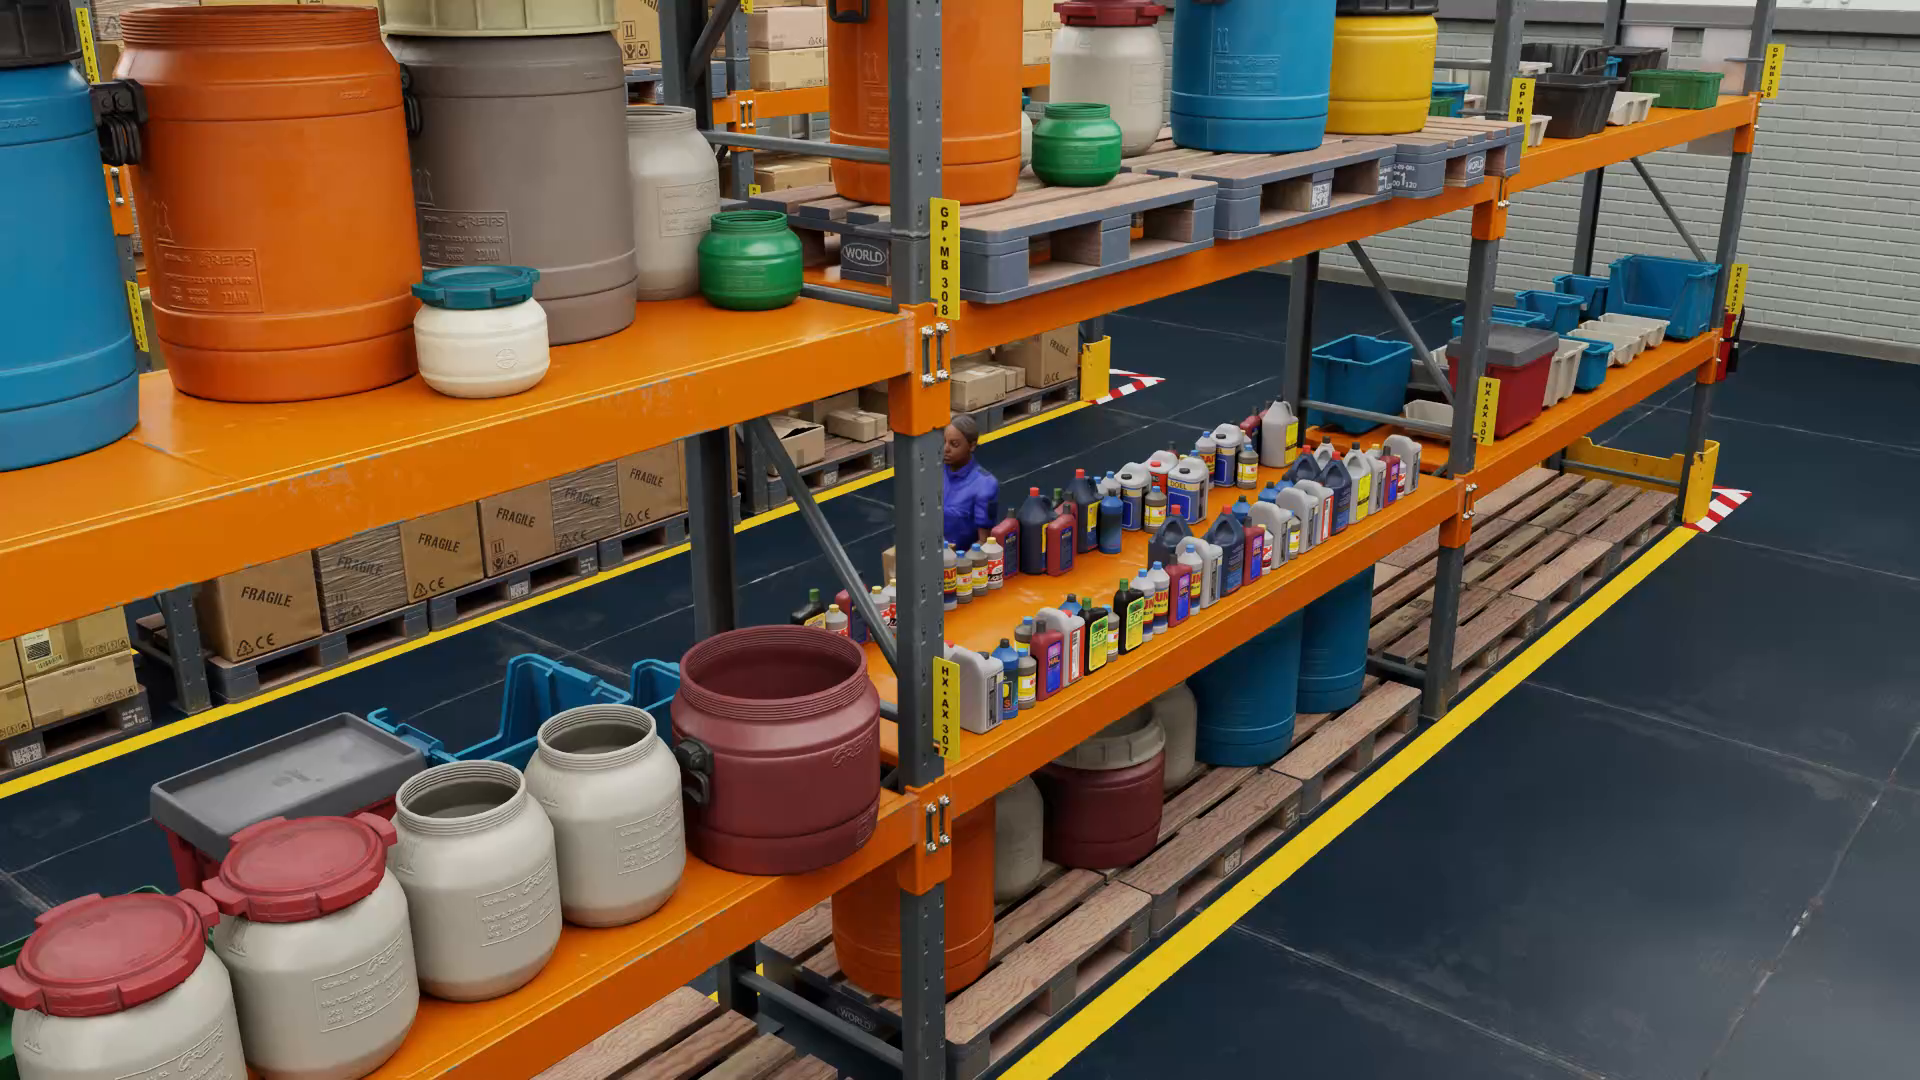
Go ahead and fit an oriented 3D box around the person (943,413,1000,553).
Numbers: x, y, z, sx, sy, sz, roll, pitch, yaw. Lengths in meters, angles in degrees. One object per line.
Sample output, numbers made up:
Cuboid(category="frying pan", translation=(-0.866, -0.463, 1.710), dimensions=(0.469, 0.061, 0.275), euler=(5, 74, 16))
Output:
Cuboid(category="person", translation=(-0.068, 0.215, 7.995), dimensions=(0.472, 1.660, 0.466), euler=(15, 25, 35))
